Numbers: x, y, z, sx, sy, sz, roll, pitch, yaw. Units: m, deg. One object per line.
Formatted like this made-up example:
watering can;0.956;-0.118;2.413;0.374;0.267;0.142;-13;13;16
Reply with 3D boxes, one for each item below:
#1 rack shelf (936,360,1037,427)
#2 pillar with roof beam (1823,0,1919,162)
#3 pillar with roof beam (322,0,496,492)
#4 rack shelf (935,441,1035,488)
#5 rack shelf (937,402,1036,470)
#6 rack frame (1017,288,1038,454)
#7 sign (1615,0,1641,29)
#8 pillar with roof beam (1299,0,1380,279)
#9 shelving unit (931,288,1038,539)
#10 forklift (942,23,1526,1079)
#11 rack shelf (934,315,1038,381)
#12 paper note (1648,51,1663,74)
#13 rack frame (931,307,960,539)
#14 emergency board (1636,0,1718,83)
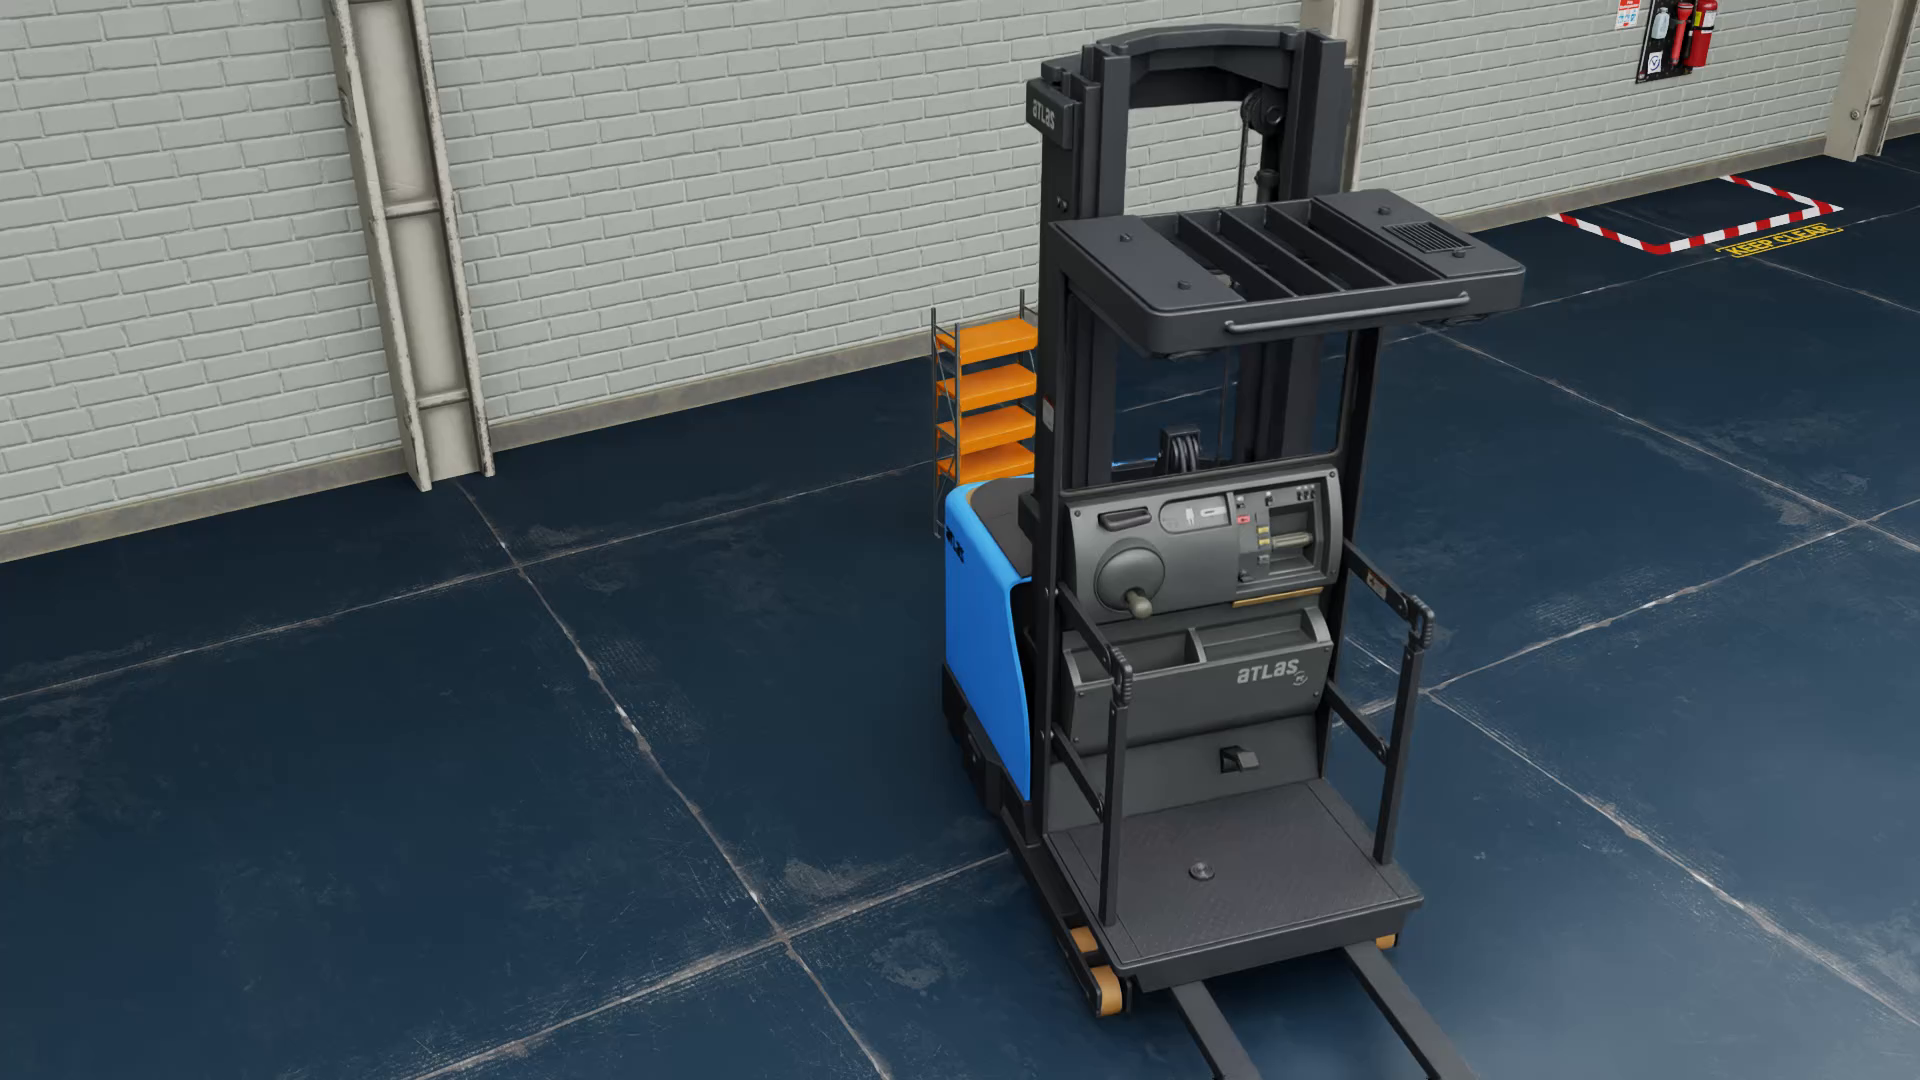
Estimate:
rack shelf;0.143;-0.703;7.958;0.480;0.148;0.258;-16;33;-26
pillar with roof beam;9.799;-5.449;8.809;0.400;9.000;9.100;-16;33;-26
pillar with roof beam;-0.547;-2.511;3.487;0.400;9.000;9.100;-16;33;-26
rack shelf;0.143;-0.333;8.162;0.480;0.148;0.258;-16;33;-26
rack shelf;0.143;-0.507;8.066;0.480;0.148;0.258;-16;33;-26
rack frame;0.353;-0.626;8.142;0.015;1.200;0.240;-16;33;-26
sign;4.939;-3.950;12.265;0.234;0.329;0.001;-16;33;-26
pillar with roof beam;4.626;-3.980;6.148;0.400;9.000;9.100;-16;33;-26
shelving unit;0.143;-0.566;8.034;0.503;1.200;0.258;-16;33;-26
forklift;0.858;0.054;5.119;1.130;2.935;3.031;-9;30;-15
rack shelf;0.143;-0.910;7.844;0.480;0.148;0.258;-16;33;-26
paper note;5.280;-3.626;12.628;0.142;0.148;0.016;-16;33;-26
rack frame;-0.068;-0.506;7.925;0.015;1.200;0.240;-16;33;-26
emergency board;5.468;-4.026;12.441;0.643;1.169;0.194;-16;33;-26
